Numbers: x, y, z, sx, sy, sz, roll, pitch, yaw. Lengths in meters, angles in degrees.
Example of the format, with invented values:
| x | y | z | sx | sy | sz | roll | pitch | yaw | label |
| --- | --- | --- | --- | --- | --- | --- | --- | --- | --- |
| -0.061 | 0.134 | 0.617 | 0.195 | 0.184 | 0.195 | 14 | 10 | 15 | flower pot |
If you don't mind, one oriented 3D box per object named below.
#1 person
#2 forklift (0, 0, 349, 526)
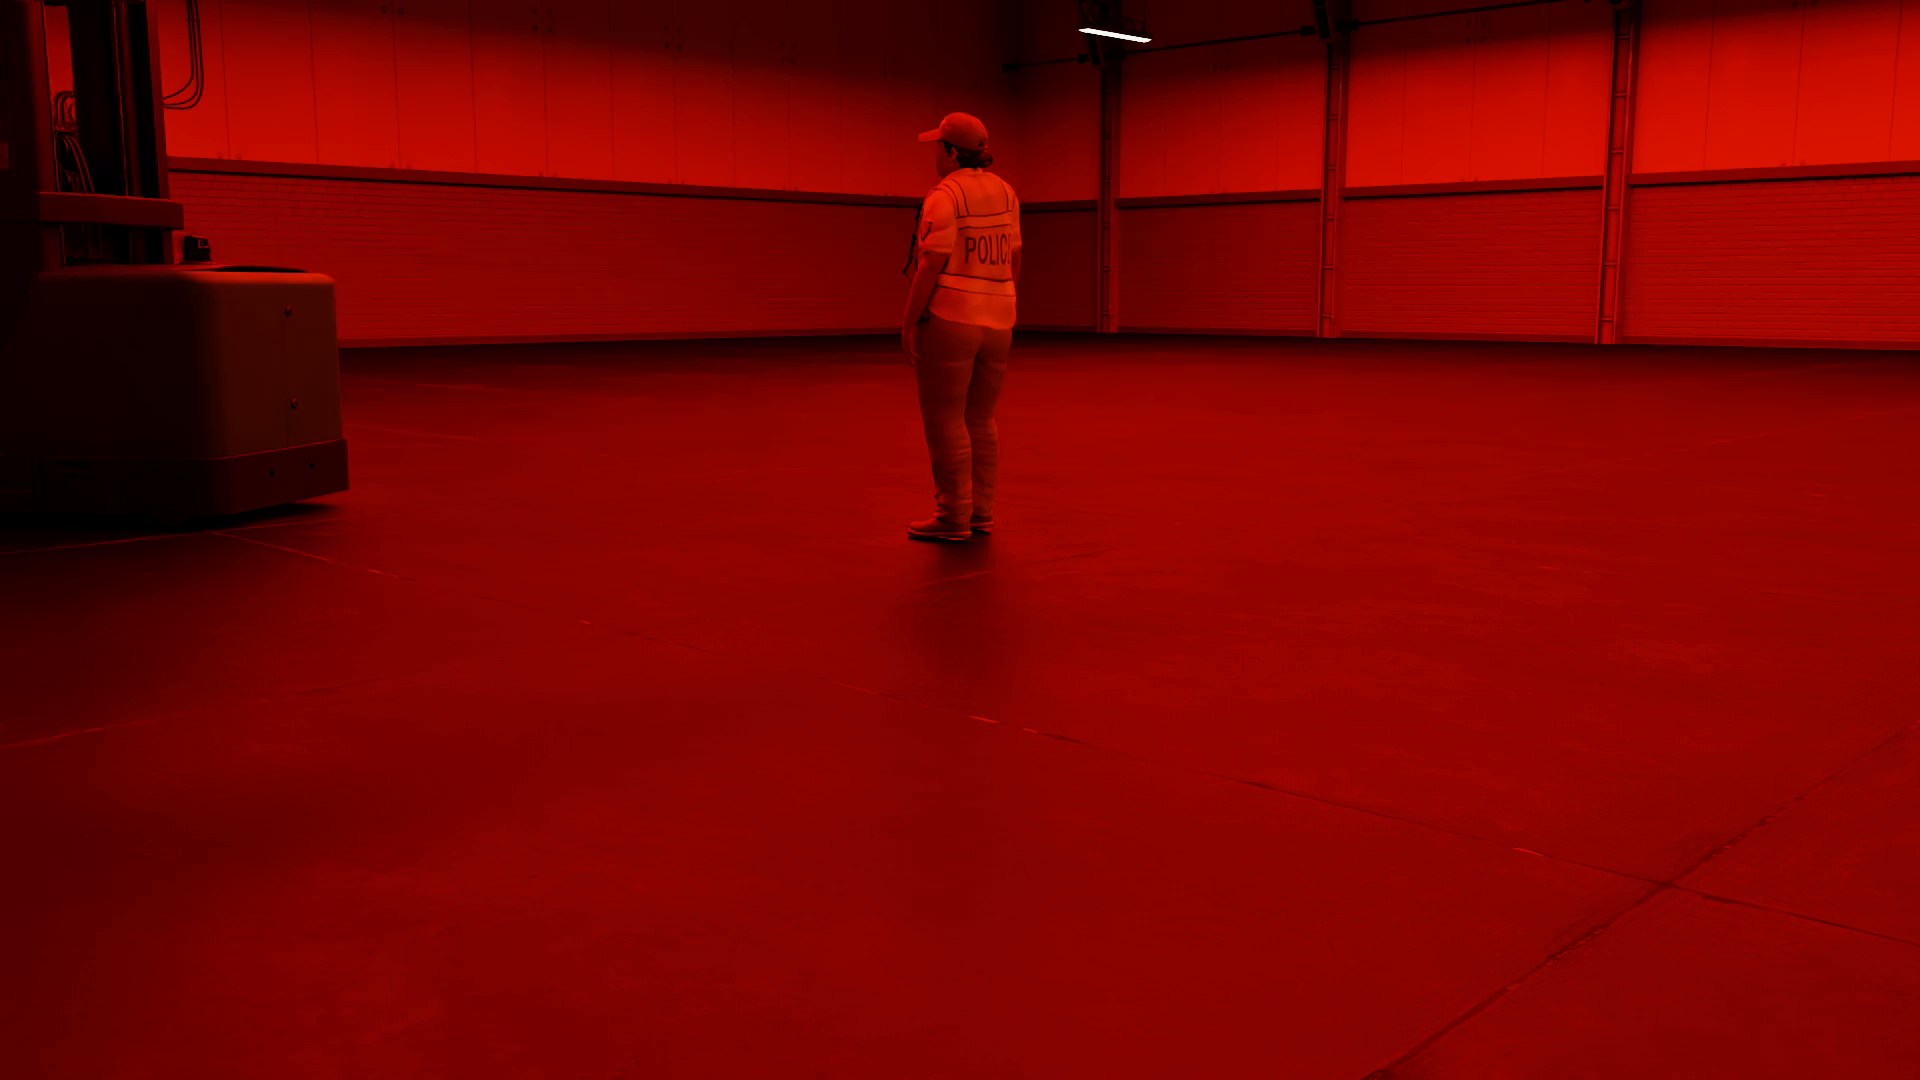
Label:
| x | y | z | sx | sy | sz | roll | pitch | yaw | label |
| --- | --- | --- | --- | --- | --- | --- | --- | --- | --- |
| -0.039 | -0.843 | 6.661 | 0.529 | 1.670 | 0.598 | 8 | 12 | 43 | person |
| -4.436 | -1.592 | 7.449 | 3.031 | 2.935 | 1.130 | 2 | 9 | 11 | forklift |
